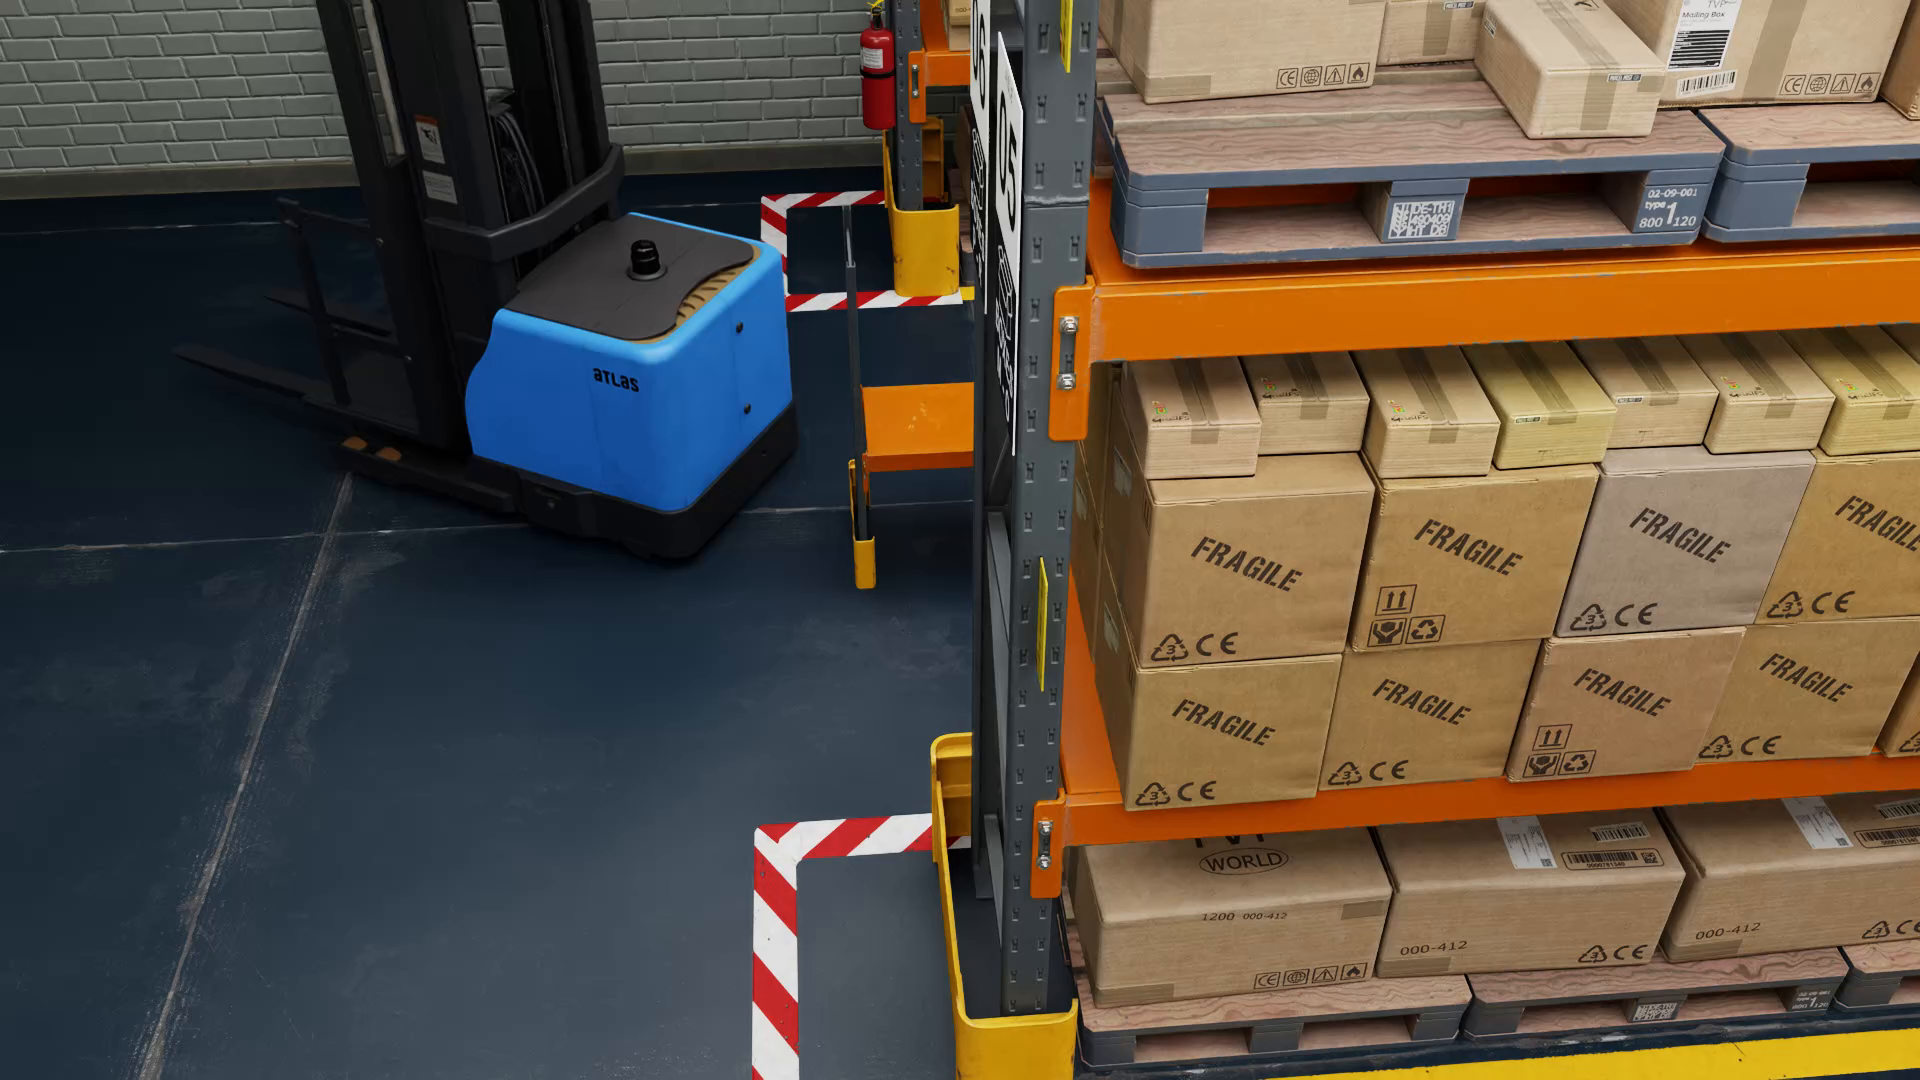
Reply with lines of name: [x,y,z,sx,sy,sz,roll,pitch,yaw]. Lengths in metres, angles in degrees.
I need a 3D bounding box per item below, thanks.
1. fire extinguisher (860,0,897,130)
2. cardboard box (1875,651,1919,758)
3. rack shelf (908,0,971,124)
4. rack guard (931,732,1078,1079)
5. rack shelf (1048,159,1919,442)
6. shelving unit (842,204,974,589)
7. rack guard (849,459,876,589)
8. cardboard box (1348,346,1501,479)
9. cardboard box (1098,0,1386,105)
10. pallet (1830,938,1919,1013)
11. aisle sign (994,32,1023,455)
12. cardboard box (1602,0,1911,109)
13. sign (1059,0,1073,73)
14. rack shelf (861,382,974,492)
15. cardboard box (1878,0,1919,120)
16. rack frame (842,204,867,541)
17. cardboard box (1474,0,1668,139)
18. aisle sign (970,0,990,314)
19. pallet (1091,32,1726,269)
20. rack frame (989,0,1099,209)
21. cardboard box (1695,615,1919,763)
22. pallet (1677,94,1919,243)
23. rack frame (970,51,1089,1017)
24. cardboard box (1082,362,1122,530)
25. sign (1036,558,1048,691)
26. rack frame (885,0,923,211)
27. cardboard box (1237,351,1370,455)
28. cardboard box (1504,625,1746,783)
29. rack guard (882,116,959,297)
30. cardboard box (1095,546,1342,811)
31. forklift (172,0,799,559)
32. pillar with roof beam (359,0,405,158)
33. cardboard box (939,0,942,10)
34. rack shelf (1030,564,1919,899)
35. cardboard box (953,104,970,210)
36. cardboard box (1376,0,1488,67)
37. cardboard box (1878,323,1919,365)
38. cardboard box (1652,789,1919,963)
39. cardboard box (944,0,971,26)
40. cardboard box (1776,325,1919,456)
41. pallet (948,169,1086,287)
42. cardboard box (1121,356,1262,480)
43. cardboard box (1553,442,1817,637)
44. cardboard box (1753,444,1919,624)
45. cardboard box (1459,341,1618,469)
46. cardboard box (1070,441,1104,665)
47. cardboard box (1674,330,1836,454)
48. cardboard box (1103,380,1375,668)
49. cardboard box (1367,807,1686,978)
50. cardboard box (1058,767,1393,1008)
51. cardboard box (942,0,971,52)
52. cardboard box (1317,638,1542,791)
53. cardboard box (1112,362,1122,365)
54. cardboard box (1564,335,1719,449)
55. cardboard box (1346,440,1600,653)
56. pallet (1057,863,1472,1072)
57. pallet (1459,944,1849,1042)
fire extinguisher: [-0.405,-2.368,8.193,0.183,0.674,0.296,-3,38,-4]
cardboard box: [2.678,0.217,4.473,0.500,0.500,0.500,-4,38,-5]
rack shelf: [1.693,-2.665,8.787,4.000,0.370,1.077,-3,38,-4]
rack guard: [0.120,1.207,5.317,0.348,0.500,1.175,-3,38,-4]
rack shelf: [2.137,-0.781,3.977,4.000,0.370,1.077,-3,38,-4]
shelving unit: [0.076,-0.593,6.791,1.083,1.500,0.587,-3,38,-4]
rack guard: [-0.420,-0.075,7.143,0.087,0.250,0.587,-3,38,-4]
cardboard box: [1.046,-0.313,3.813,0.250,0.149,0.380,-2,38,-3]
cardboard box: [0.585,-1.179,3.602,0.500,0.250,0.500,-6,39,-8]
pallet: [3.364,1.093,5.694,1.213,0.211,1.003,-3,38,-4]
aisle sign: [0.098,-0.613,3.507,0.004,0.787,0.394,-3,38,-4]
cardboard box: [1.640,-1.174,3.547,0.500,0.311,0.500,-2,38,-3]
sign: [0.188,-0.985,2.885,0.005,0.325,0.100,-3,38,-4]
rack shelf: [0.085,-0.452,6.903,1.000,0.185,0.538,-3,38,-4]
cardboard box: [2.166,-1.215,3.446,0.500,0.500,0.500,-3,38,-3]
rack frame: [-0.421,-0.566,6.756,0.032,1.500,0.500,-3,38,-4]
cardboard box: [1.249,-0.977,3.428,0.250,0.149,0.380,-2,38,-2]
aisle sign: [0.045,-0.984,3.976,0.004,0.787,0.394,-3,38,-4]
pallet: [0.882,-0.966,3.702,1.213,0.211,1.003,-3,38,-4]
rack frame: [0.144,-2.131,2.686,0.127,3.000,1.000,-3,38,-4]
cardboard box: [2.155,0.236,4.448,0.500,0.500,0.500,-2,38,-2]
pallet: [2.100,-1.035,3.790,1.213,0.211,1.003,-3,38,-4]
rack frame: [0.144,0.224,4.544,0.127,3.000,1.000,-3,38,-4]
cardboard box: [0.604,-0.381,4.423,0.500,0.500,0.500,-2,38,-2]
sign: [0.188,0.196,3.817,0.005,0.325,0.100,-3,38,-4]
rack frame: [-0.299,-2.838,8.425,0.127,3.000,1.000,-3,38,-4]
cardboard box: [0.777,-0.369,3.885,0.250,0.149,0.380,-2,38,-3]
cardboard box: [1.658,0.274,4.400,0.500,0.500,0.500,-3,38,-4]
rack guard: [-0.223,-1.861,9.205,0.348,0.500,1.175,-3,38,-4]
cardboard box: [0.648,0.336,4.322,0.500,0.500,0.500,-3,38,-4]
forklift: [-2.307,-1.684,7.018,3.031,2.935,1.130,16,41,19]
pillar with roof beam: [-2.683,-2.945,3.718,0.400,9.000,9.100,-3,38,-4]
cardboard box: [0.007,-2.923,8.736,0.250,0.149,0.380,-4,38,-4]
rack shelf: [2.137,0.397,4.906,4.000,0.370,1.077,-3,38,-4]
cardboard box: [0.319,-1.998,9.037,0.637,0.503,0.797,-5,39,-6]
cardboard box: [0.995,-1.211,3.725,0.250,0.149,0.380,-6,39,-7]
cardboard box: [2.328,-0.414,3.942,0.250,0.149,0.380,-3,38,-4]
cardboard box: [2.602,0.864,5.463,0.875,0.438,0.875,-4,38,-5]
cardboard box: [0.177,-2.755,8.201,0.500,0.250,0.500,-3,38,-4]
cardboard box: [2.071,-0.370,3.886,0.250,0.149,0.380,-4,38,-5]
pallet: [0.571,-1.792,9.351,1.213,0.211,1.003,-3,38,-4]
cardboard box: [0.523,-0.311,3.811,0.250,0.149,0.380,-2,38,-3]
cardboard box: [1.674,-0.124,4.097,0.500,0.500,0.500,-3,38,-4]
cardboard box: [2.171,-0.152,4.133,0.500,0.500,0.500,-3,38,-4]
cardboard box: [1.307,-0.338,3.845,0.250,0.149,0.380,-4,38,-5]
cardboard box: [0.601,-0.005,4.754,0.500,0.500,0.500,-3,38,-4]
cardboard box: [1.816,-0.373,3.889,0.250,0.149,0.380,-3,38,-4]
cardboard box: [0.648,-0.058,4.014,0.500,0.500,0.500,-4,38,-5]
cardboard box: [1.704,0.912,5.402,0.875,0.438,0.875,-2,38,-3]
cardboard box: [0.793,0.967,5.332,0.875,0.438,0.875,-4,38,-6]
cardboard box: [0.053,-2.588,8.311,0.250,0.149,0.380,-3,38,-4]
cardboard box: [1.149,0.291,4.379,0.500,0.500,0.500,-4,38,-5]
cardboard box: [0.484,-0.605,4.184,0.250,0.149,0.380,-3,38,-3]
cardboard box: [1.564,-0.385,3.905,0.250,0.149,0.380,-3,38,-4]
cardboard box: [1.162,-0.091,4.056,0.500,0.500,0.500,-4,38,-5]
pallet: [0.934,1.227,5.525,1.213,0.211,1.003,-3,38,-4]
pallet: [2.146,1.162,5.607,1.213,0.211,1.003,-3,38,-4]
